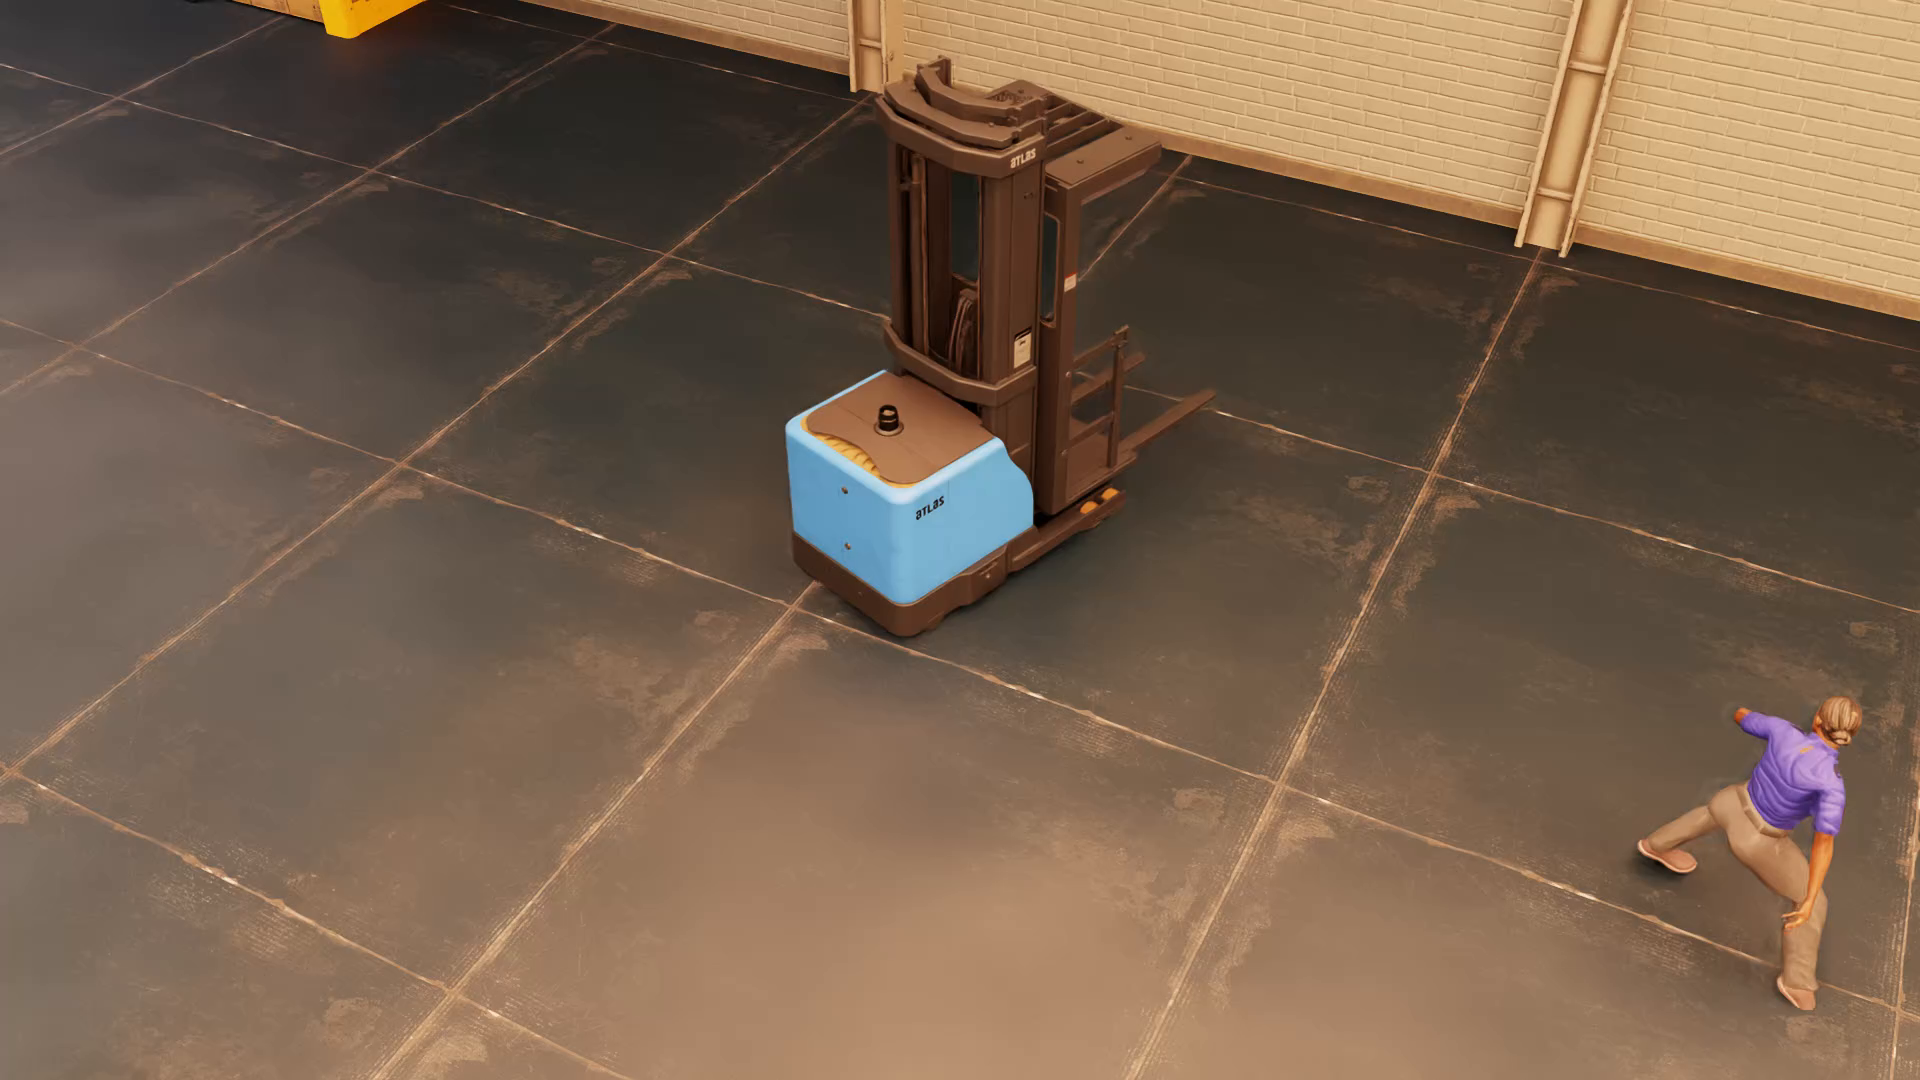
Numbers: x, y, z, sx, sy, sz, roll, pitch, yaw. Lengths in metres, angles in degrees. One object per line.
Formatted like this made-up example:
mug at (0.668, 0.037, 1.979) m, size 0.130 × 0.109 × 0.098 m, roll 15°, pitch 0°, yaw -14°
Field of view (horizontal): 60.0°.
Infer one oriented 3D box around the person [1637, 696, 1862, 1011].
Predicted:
person at (3.705, 1.352, 7.578) m, size 0.532 × 1.600 × 1.030 m, roll -7°, pitch 41°, yaw -8°

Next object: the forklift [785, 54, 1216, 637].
forklift at (0.397, -1.408, 9.659) m, size 3.031 × 2.935 × 1.130 m, roll -32°, pitch 50°, yaw -32°
